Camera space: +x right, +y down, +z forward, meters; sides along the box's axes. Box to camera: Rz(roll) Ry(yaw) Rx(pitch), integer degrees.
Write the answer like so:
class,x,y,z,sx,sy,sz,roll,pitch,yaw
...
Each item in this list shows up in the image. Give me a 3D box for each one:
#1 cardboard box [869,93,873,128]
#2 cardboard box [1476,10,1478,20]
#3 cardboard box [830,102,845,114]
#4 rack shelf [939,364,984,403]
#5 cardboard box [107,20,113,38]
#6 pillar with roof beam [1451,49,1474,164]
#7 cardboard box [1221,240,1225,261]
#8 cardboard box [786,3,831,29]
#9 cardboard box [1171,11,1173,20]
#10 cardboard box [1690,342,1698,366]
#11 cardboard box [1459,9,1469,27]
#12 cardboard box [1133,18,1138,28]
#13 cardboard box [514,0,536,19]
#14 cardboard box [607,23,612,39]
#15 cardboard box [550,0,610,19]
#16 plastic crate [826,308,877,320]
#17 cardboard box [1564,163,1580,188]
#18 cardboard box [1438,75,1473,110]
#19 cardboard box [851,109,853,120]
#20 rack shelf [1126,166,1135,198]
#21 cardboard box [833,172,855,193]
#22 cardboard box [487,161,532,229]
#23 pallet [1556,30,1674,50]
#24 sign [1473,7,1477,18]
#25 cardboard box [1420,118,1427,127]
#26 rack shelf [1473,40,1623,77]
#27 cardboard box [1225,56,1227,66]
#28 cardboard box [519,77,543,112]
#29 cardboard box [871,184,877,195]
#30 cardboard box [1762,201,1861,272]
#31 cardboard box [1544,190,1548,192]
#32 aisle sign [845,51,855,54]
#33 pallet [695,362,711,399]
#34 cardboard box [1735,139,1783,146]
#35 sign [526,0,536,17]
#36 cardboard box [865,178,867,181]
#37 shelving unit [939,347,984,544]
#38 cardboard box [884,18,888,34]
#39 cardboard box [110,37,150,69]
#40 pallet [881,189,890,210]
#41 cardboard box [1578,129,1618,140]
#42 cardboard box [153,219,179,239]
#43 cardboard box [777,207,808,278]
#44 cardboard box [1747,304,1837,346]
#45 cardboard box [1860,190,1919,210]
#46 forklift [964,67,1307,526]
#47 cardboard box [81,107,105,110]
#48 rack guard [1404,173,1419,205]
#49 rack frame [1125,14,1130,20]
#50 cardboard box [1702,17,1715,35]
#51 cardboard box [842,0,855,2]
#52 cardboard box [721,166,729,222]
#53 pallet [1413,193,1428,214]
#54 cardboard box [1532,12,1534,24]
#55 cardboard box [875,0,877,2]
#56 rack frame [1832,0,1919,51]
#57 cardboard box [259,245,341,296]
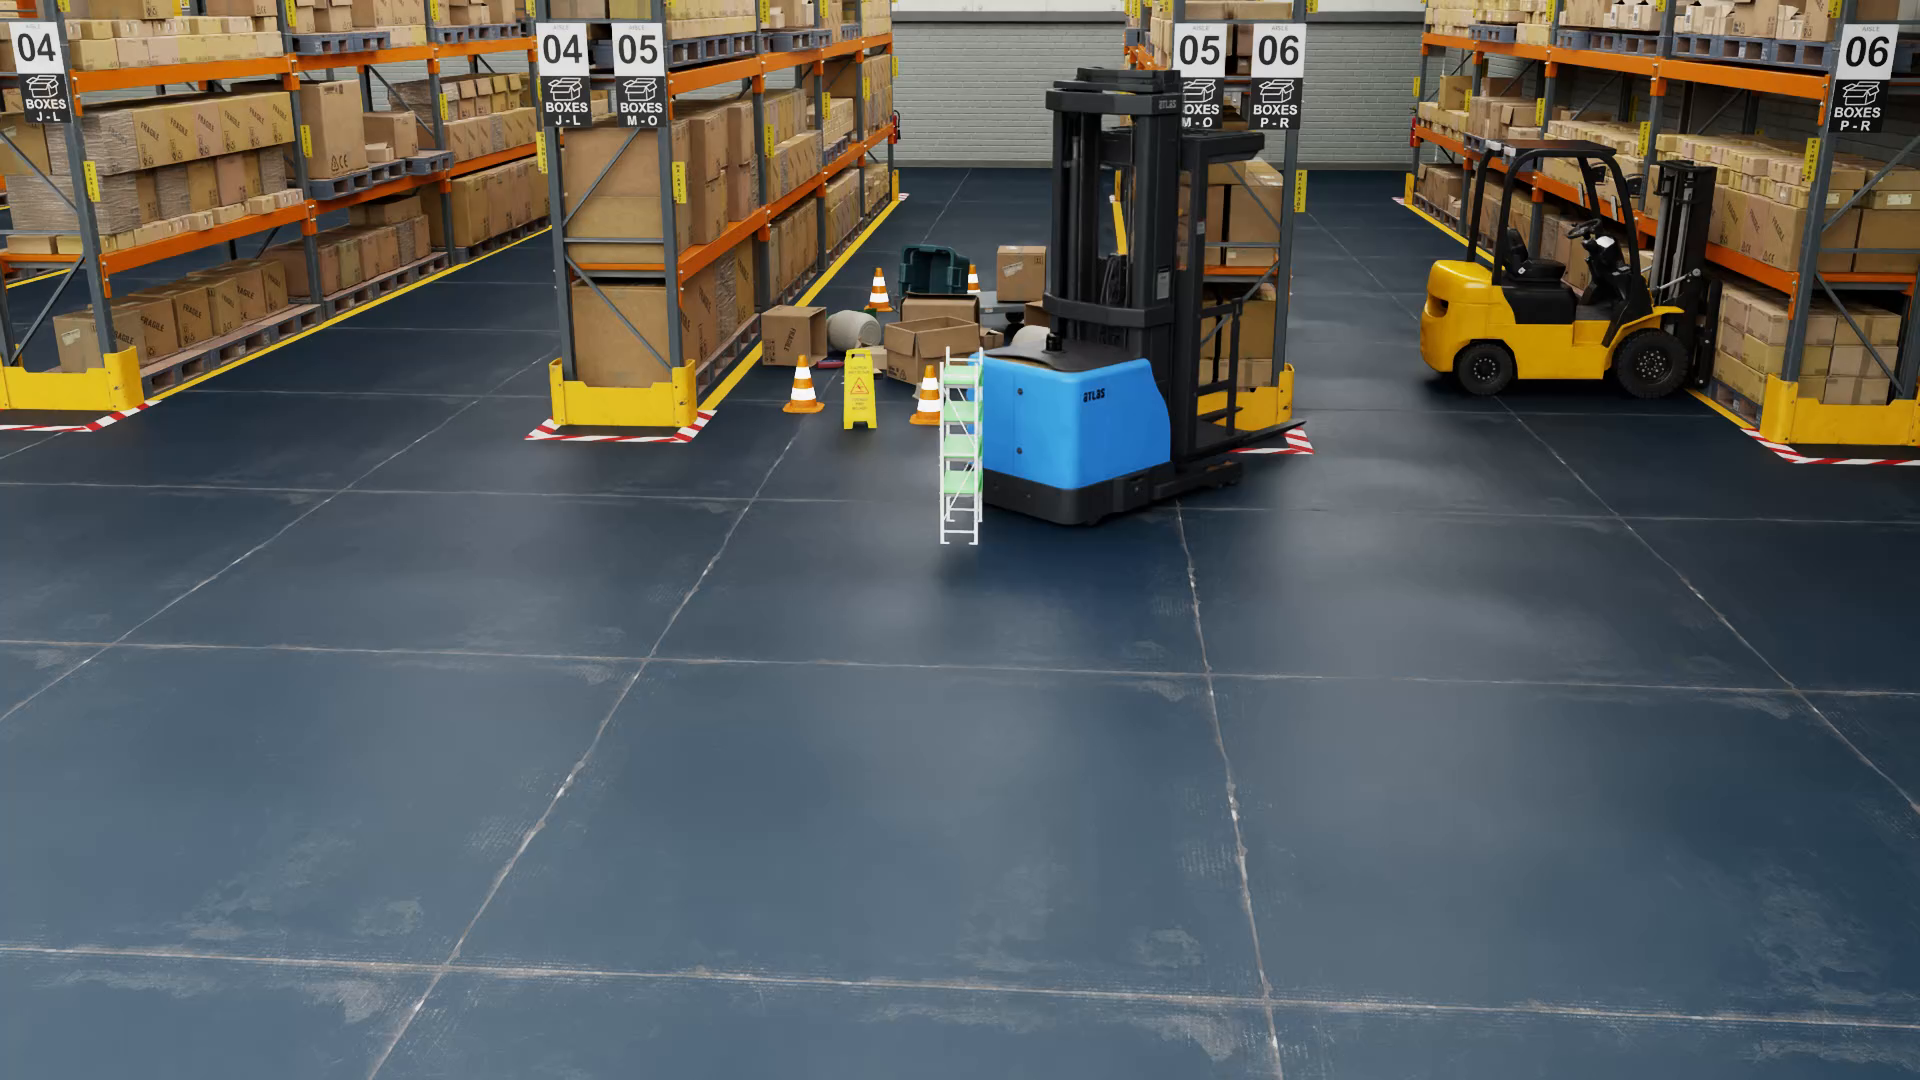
class,x,y,z,sx,sy,sz,roll,pitch,yaw
cardboard box,-1.631,-6.651,25.766,0.500,0.500,0.500,1,18,4
cardboard box,7.531,-7.441,23.566,0.380,0.149,0.250,2,18,5
cardboard box,-1.838,-6.149,23.646,0.380,0.149,0.250,1,18,4
rack shelf,0.012,-1.017,10.764,0.258,0.148,0.480,1,18,4
cardboard box,-7.486,-4.359,14.193,0.380,0.149,0.250,1,18,3
pillar with roof beam,5.034,-10.978,29.975,9.100,9.000,0.400,1,18,4
cardboard box,2.372,-2.415,13.878,0.380,0.149,0.250,2,18,5
cardboard box,-1.927,-6.563,21.156,0.500,0.500,0.500,1,18,4
cardboard box,1.924,-4.310,13.565,0.380,0.149,0.250,1,18,3
cardboard box,6.912,-1.762,15.224,0.500,0.250,0.500,2,18,6
cardboard box,7.761,-7.784,24.808,0.500,0.250,0.500,1,18,2
cardboard box,2.593,-6.823,21.277,0.700,0.500,0.500,0,18,1
cardboard box,-6.890,-8.267,25.523,0.700,0.500,0.500,0,18,1
cardboard box,-3.084,-4.255,13.844,0.380,0.149,0.250,2,18,5
cardboard box,-3.050,-4.334,13.444,0.500,0.250,0.500,2,18,5
plastic crate,-1.226,-2.284,17.499,0.450,0.188,0.662,0,15,35
cardboard box,7.316,-4.210,19.193,0.500,0.250,0.500,1,18,2
cardboard box,7.828,-7.040,26.149,0.500,0.500,0.500,2,18,5
cardboard box,-1.778,-6.254,24.443,0.380,0.149,0.250,2,18,6
rack shelf,2.855,-5.118,22.881,1.077,0.370,4.000,1,18,4
cardboard box,-1.798,-5.132,23.904,0.500,0.250,0.500,2,18,7
cardboard box,-6.975,-5.016,24.151,1.225,0.875,0.875,1,18,2
pallet,7.703,-5.852,19.452,1.213,0.211,1.003,2,18,6
sign,7.408,-7.653,23.813,0.100,0.325,0.005,1,18,4
cardboard box,7.939,-6.999,27.868,0.380,0.149,0.250,1,18,3
rack shelf,7.806,-6.434,22.080,1.077,0.370,4.000,1,18,4
cardboard box,2.500,-4.320,14.876,0.380,0.149,0.250,1,18,3
cardboard box,-6.597,-6.872,25.637,0.500,0.500,0.500,1,18,4
cardboard box,-1.544,-5.655,26.790,0.380,0.149,0.250,1,18,3
cardboard box,6.862,-2.451,13.425,0.500,0.500,0.500,1,18,3
cardboard box,8.112,-4.690,22.717,0.380,0.149,0.250,1,18,2
aisle sign,-1.954,-8.668,28.383,0.394,0.787,0.004,1,18,4
pallet,-2.827,-1.358,14.730,1.003,0.211,1.213,1,18,4
cardboard box,7.589,-3.719,15.775,0.380,0.149,0.250,1,18,3
sign,-3.347,-4.259,12.990,0.100,0.325,0.005,1,18,4
cardboard box,-1.671,-5.636,26.254,0.380,0.149,0.250,1,18,2
shelving unit,0.012,-0.622,10.893,0.258,1.200,0.503,1,18,4
cardboard box,-1.458,-8.451,27.321,0.500,0.250,0.500,1,18,4
cardboard box,-7.423,-4.234,14.451,0.500,0.250,0.500,1,18,3
pallet,-1.759,-5.803,28.293,1.003,0.211,1.213,1,18,4
cardboard box,7.264,-4.592,18.916,0.380,0.149,0.250,2,18,5
cardboard box,-7.396,-2.850,15.206,0.380,0.149,0.250,1,18,4
cardboard box,-2.426,-3.590,20.000,1.050,0.750,0.750,2,18,5
cardboard box,6.811,-1.763,13.621,0.500,0.250,0.500,2,18,6
cardboard box,7.372,-2.700,13.144,0.380,0.149,0.250,1,18,3
forklift,1.425,-1.860,11.892,3.031,2.935,1.130,-17,25,-42
cardboard box,-7.924,-3.571,14.761,0.500,0.500,0.500,1,18,4
rack guard,8.231,-6.003,28.439,1.175,0.500,0.348,1,18,4
rack frame,3.285,-10.175,27.522,1.000,3.000,0.127,1,18,4
cardboard box,6.986,-4.669,15.106,0.380,0.149,0.250,2,18,6
cardboard box,-1.684,-8.027,24.582,0.380,0.149,0.250,1,18,3
cardboard box,-2.707,-3.296,15.923,0.875,0.550,0.550,1,18,4
pallet,8.174,-5.618,27.728,1.003,0.211,1.213,1,18,4
cardboard box,7.572,-6.704,21.349,0.380,0.149,0.250,1,18,4
cardboard box,-1.523,-8.597,26.322,0.380,0.149,0.250,1,18,2
rack frame,7.089,-5.096,12.022,1.000,3.000,0.127,1,18,4
cardboard box,-7.394,-3.029,18.659,0.700,0.500,0.500,0,18,0
